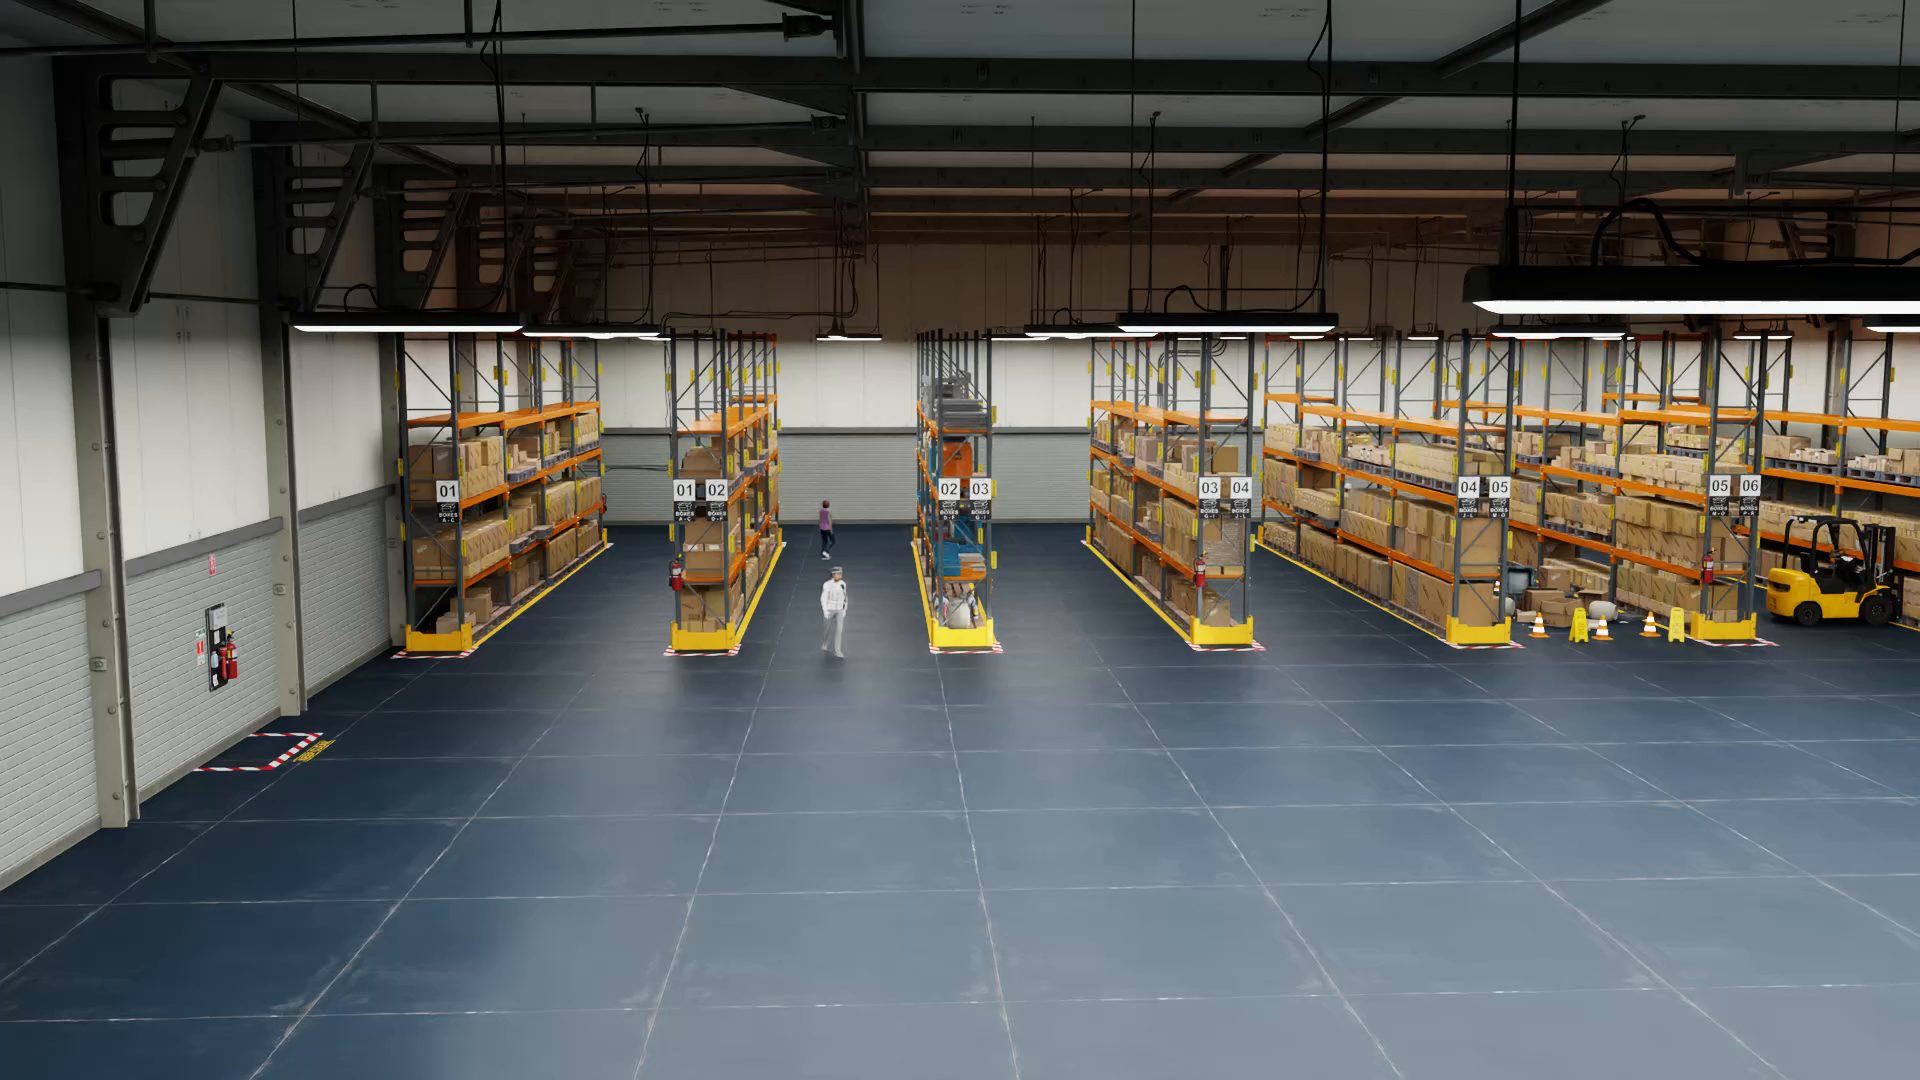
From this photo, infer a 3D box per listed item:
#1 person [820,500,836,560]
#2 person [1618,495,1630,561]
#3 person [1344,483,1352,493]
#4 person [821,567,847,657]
[{"bbox_3d":[-3.562,-0.264,44.103,0.448,1.599,0.415,6,9,41],"label":"person"},{"bbox_3d":[17.598,-0.305,43.670,0.544,1.746,0.558,-4,8,-28],"label":"person"},{"bbox_3d":[11.018,-0.716,47.139,0.609,1.785,0.467,-5,8,-34],"label":"person"},{"bbox_3d":[-2.303,1.300,30.676,0.562,1.624,0.903,-3,8,-27],"label":"person"}]
